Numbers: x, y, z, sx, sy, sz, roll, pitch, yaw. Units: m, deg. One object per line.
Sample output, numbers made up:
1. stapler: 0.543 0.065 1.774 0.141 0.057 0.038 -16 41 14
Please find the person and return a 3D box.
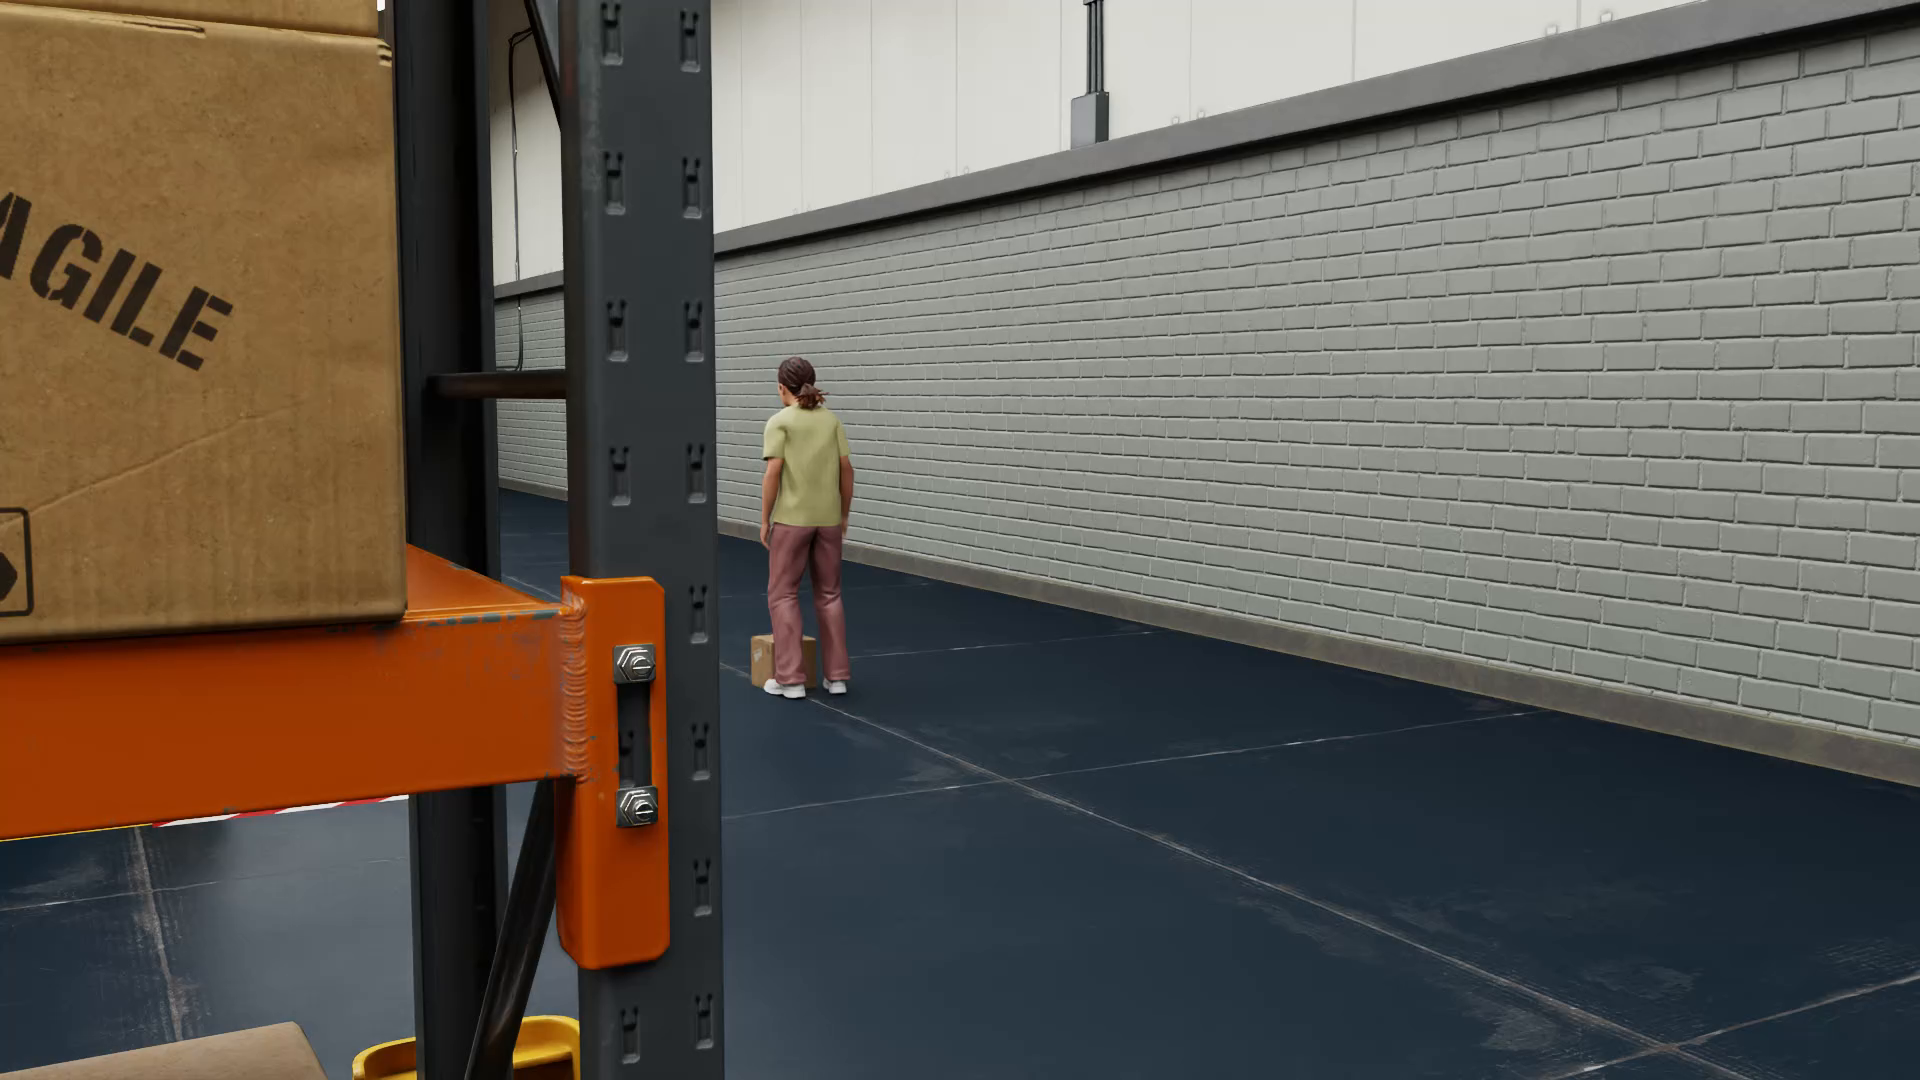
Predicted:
1. person: -0.768 -0.066 8.205 0.497 1.672 0.359 -3 6 -31
